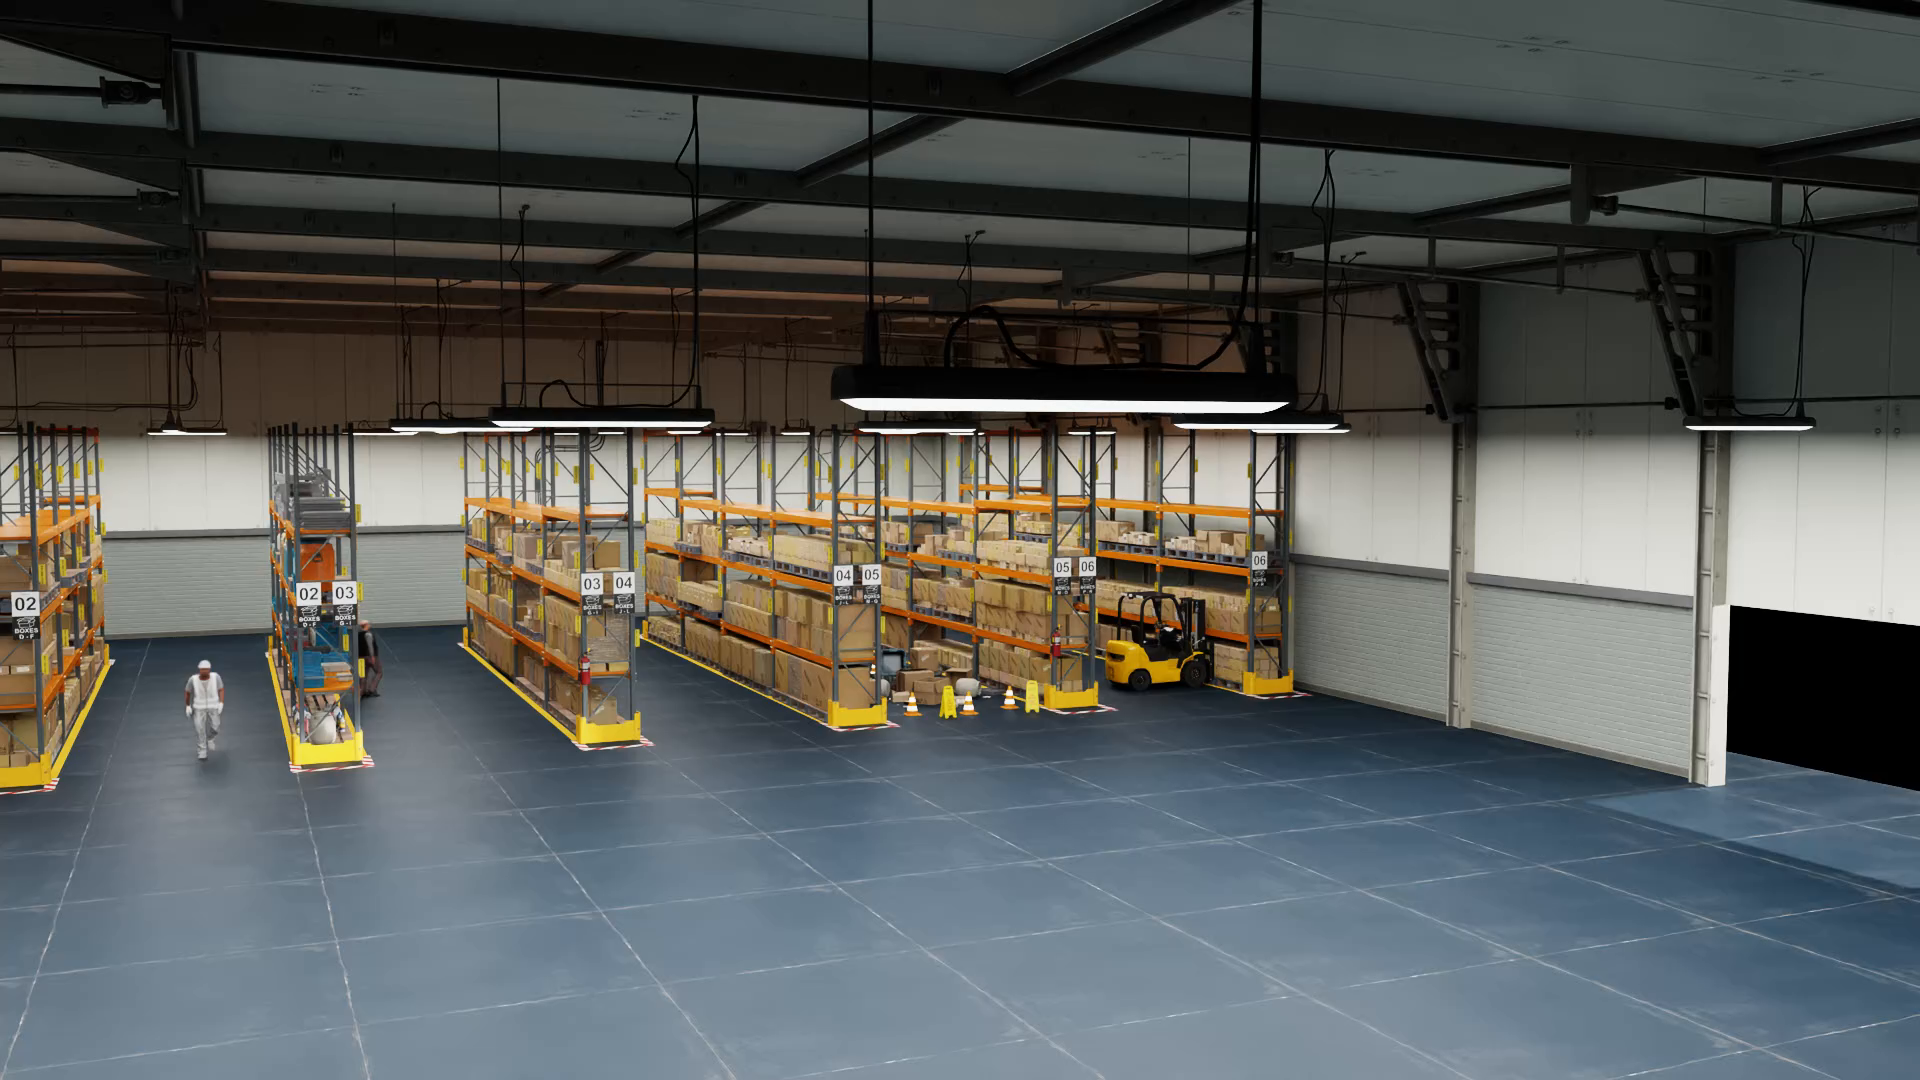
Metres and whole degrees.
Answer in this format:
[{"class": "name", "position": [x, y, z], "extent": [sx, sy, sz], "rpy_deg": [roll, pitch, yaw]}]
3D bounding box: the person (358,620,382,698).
[{"class": "person", "position": [-13.080, 2.620, 36.679], "extent": [0.623, 1.706, 0.513], "rpy_deg": [2, 4, 24]}]

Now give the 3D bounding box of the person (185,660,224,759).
[{"class": "person", "position": [-13.608, 3.019, 29.949], "extent": [0.640, 1.761, 0.702], "rpy_deg": [-2, 4, -29]}]
